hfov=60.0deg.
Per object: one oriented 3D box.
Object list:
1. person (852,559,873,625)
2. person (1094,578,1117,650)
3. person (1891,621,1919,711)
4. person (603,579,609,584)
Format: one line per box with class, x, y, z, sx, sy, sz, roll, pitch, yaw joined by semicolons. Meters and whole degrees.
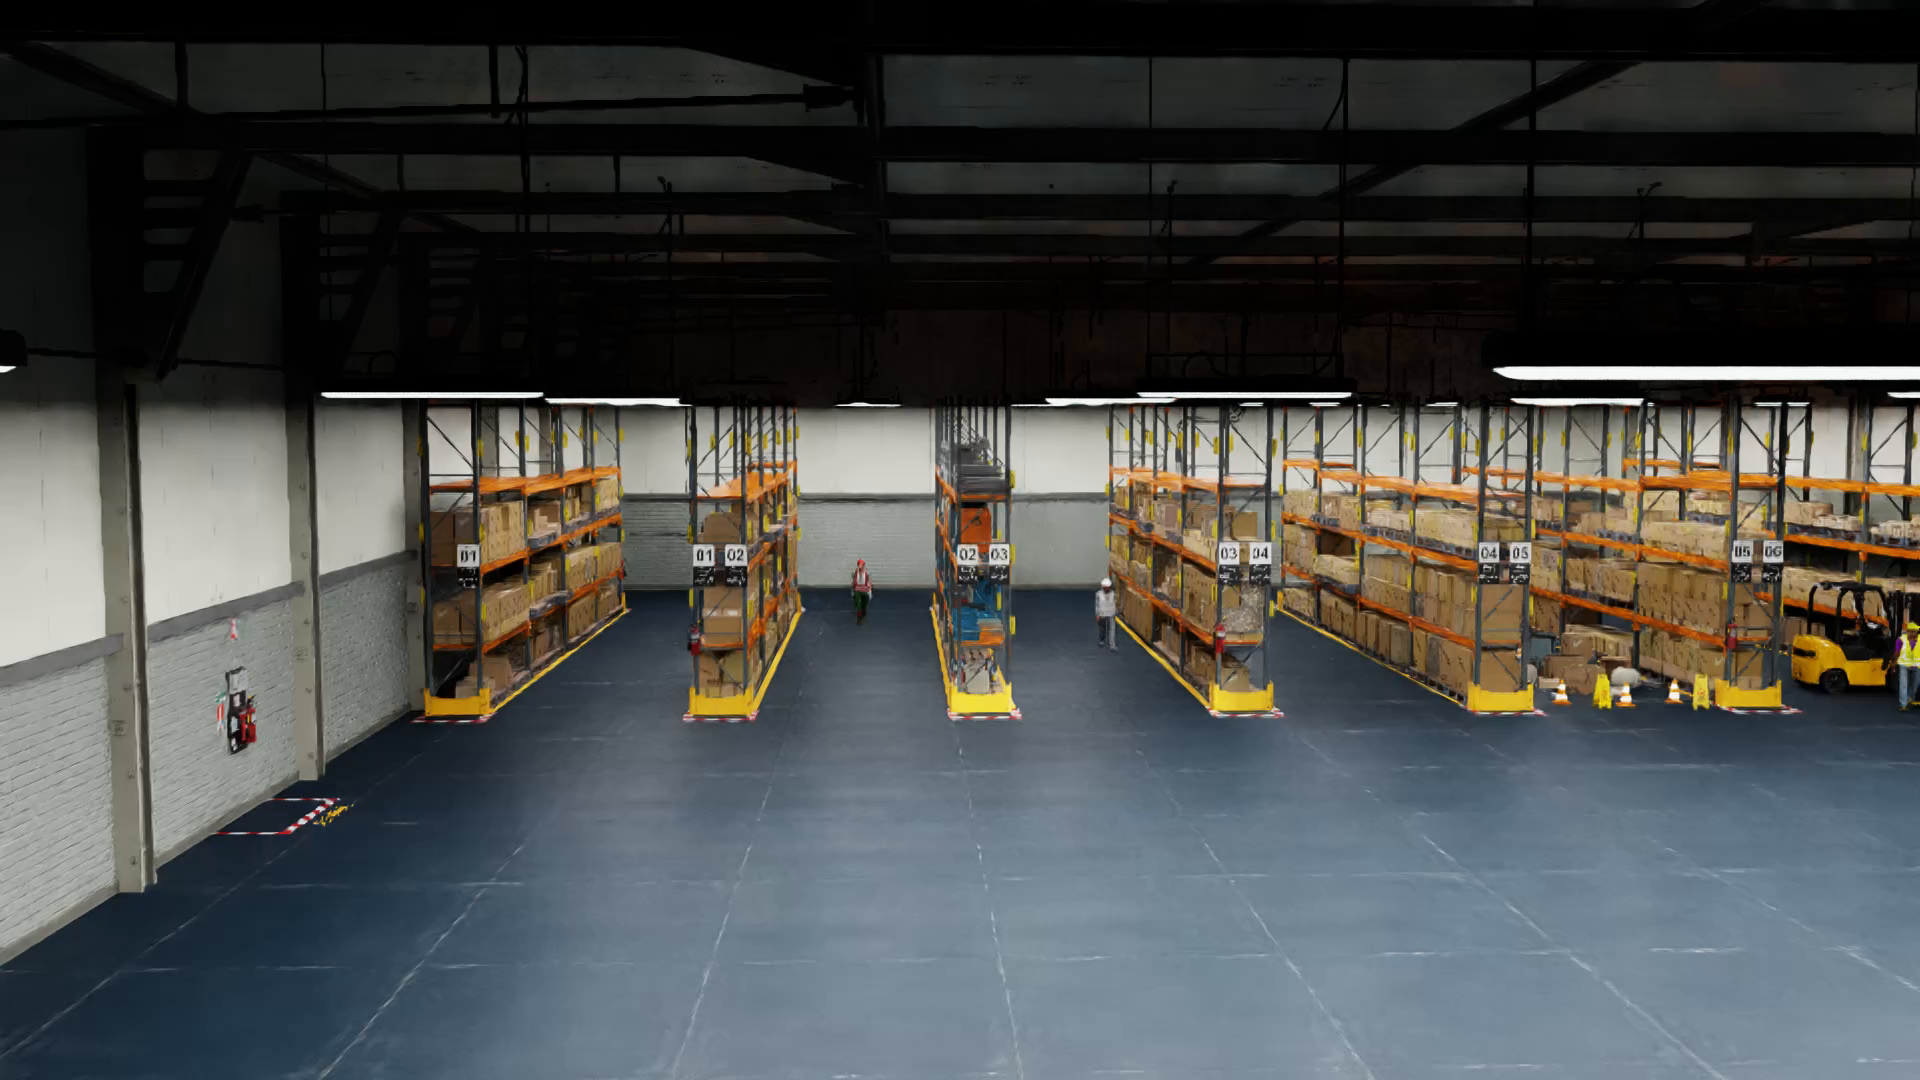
person;-2.614;1.364;44.374;0.565;1.736;1.045;0;5;-3
person;3.473;1.748;39.609;0.543;1.700;1.115;0;4;0
person;18.112;2.383;31.678;0.618;1.712;0.971;2;5;19
person;-10.402;1.051;48.170;0.474;1.757;0.674;3;6;36
